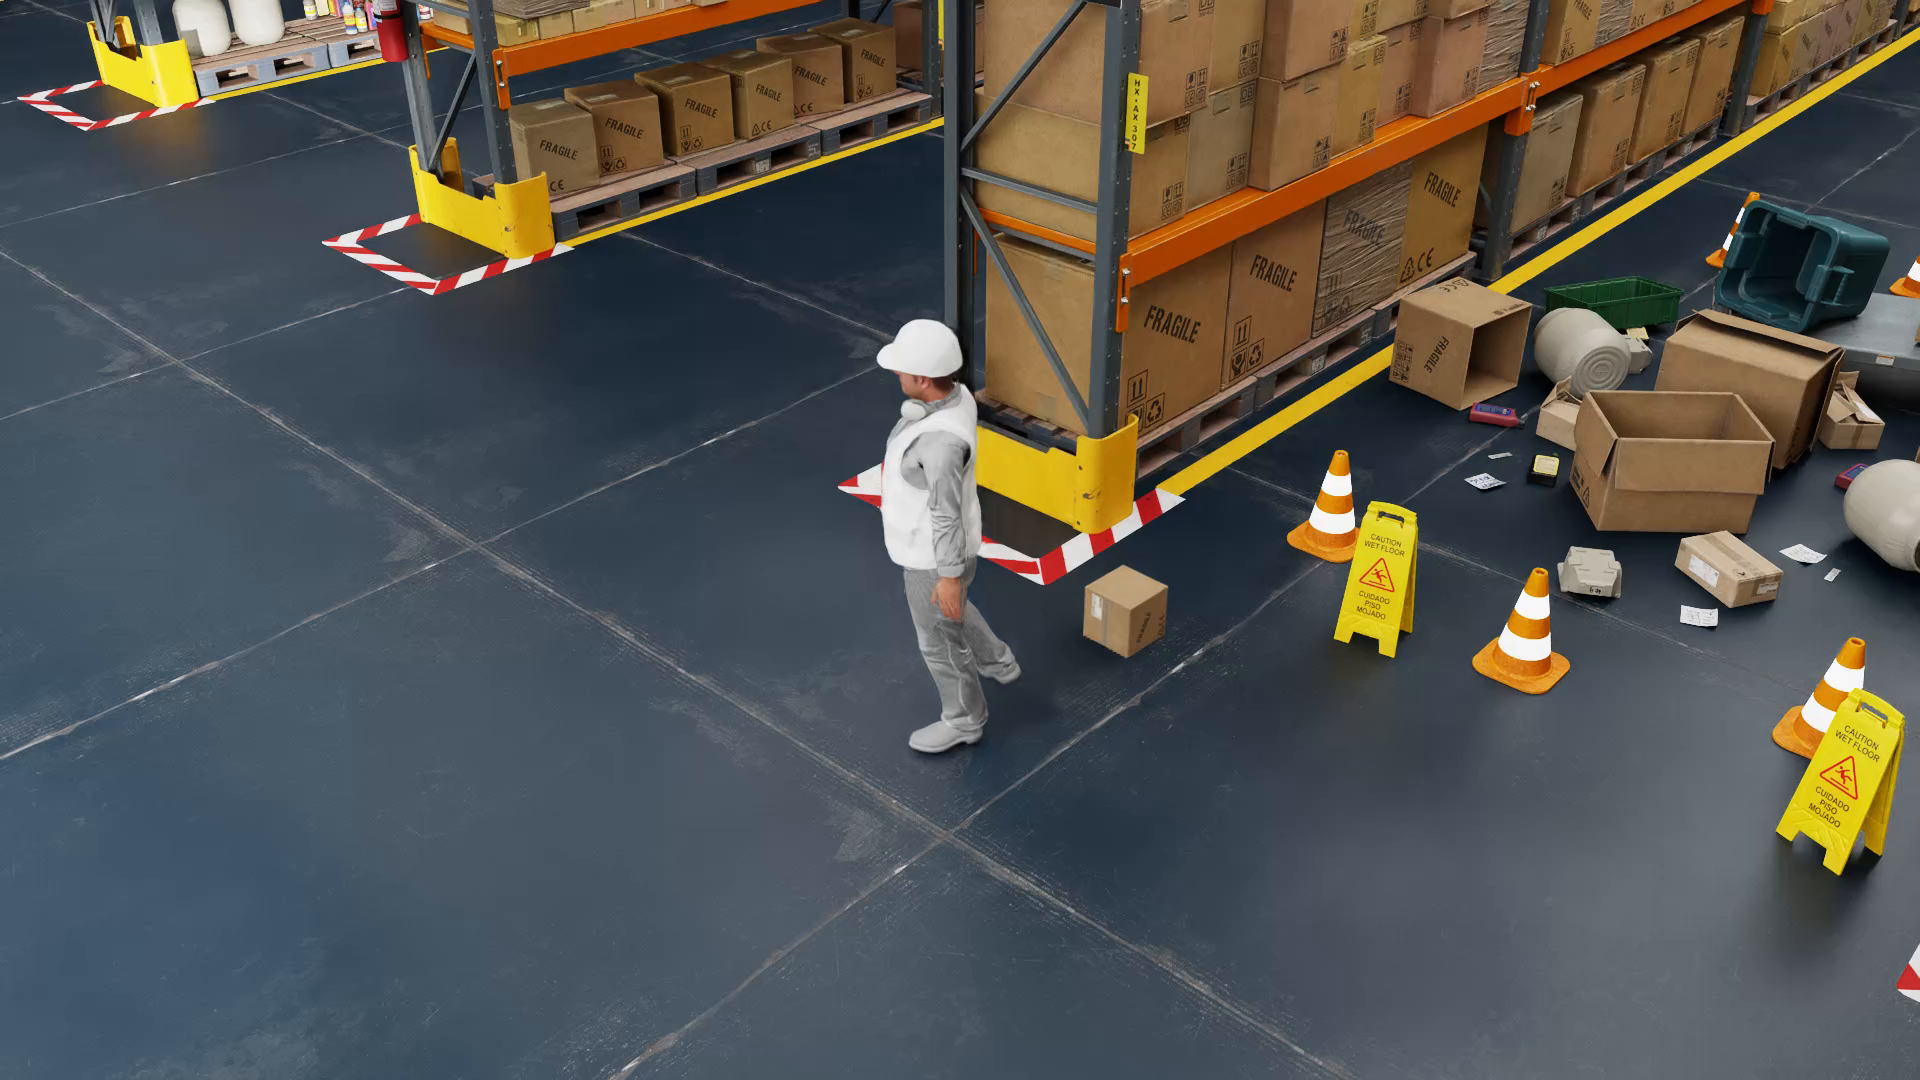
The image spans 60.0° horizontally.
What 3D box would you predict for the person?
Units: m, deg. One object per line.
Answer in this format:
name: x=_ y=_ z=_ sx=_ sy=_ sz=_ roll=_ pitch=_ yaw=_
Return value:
person: x=-0.021 y=-0.033 z=6.142 sx=0.517 sy=1.760 sz=0.694 roll=1 pitch=31 yaw=2
